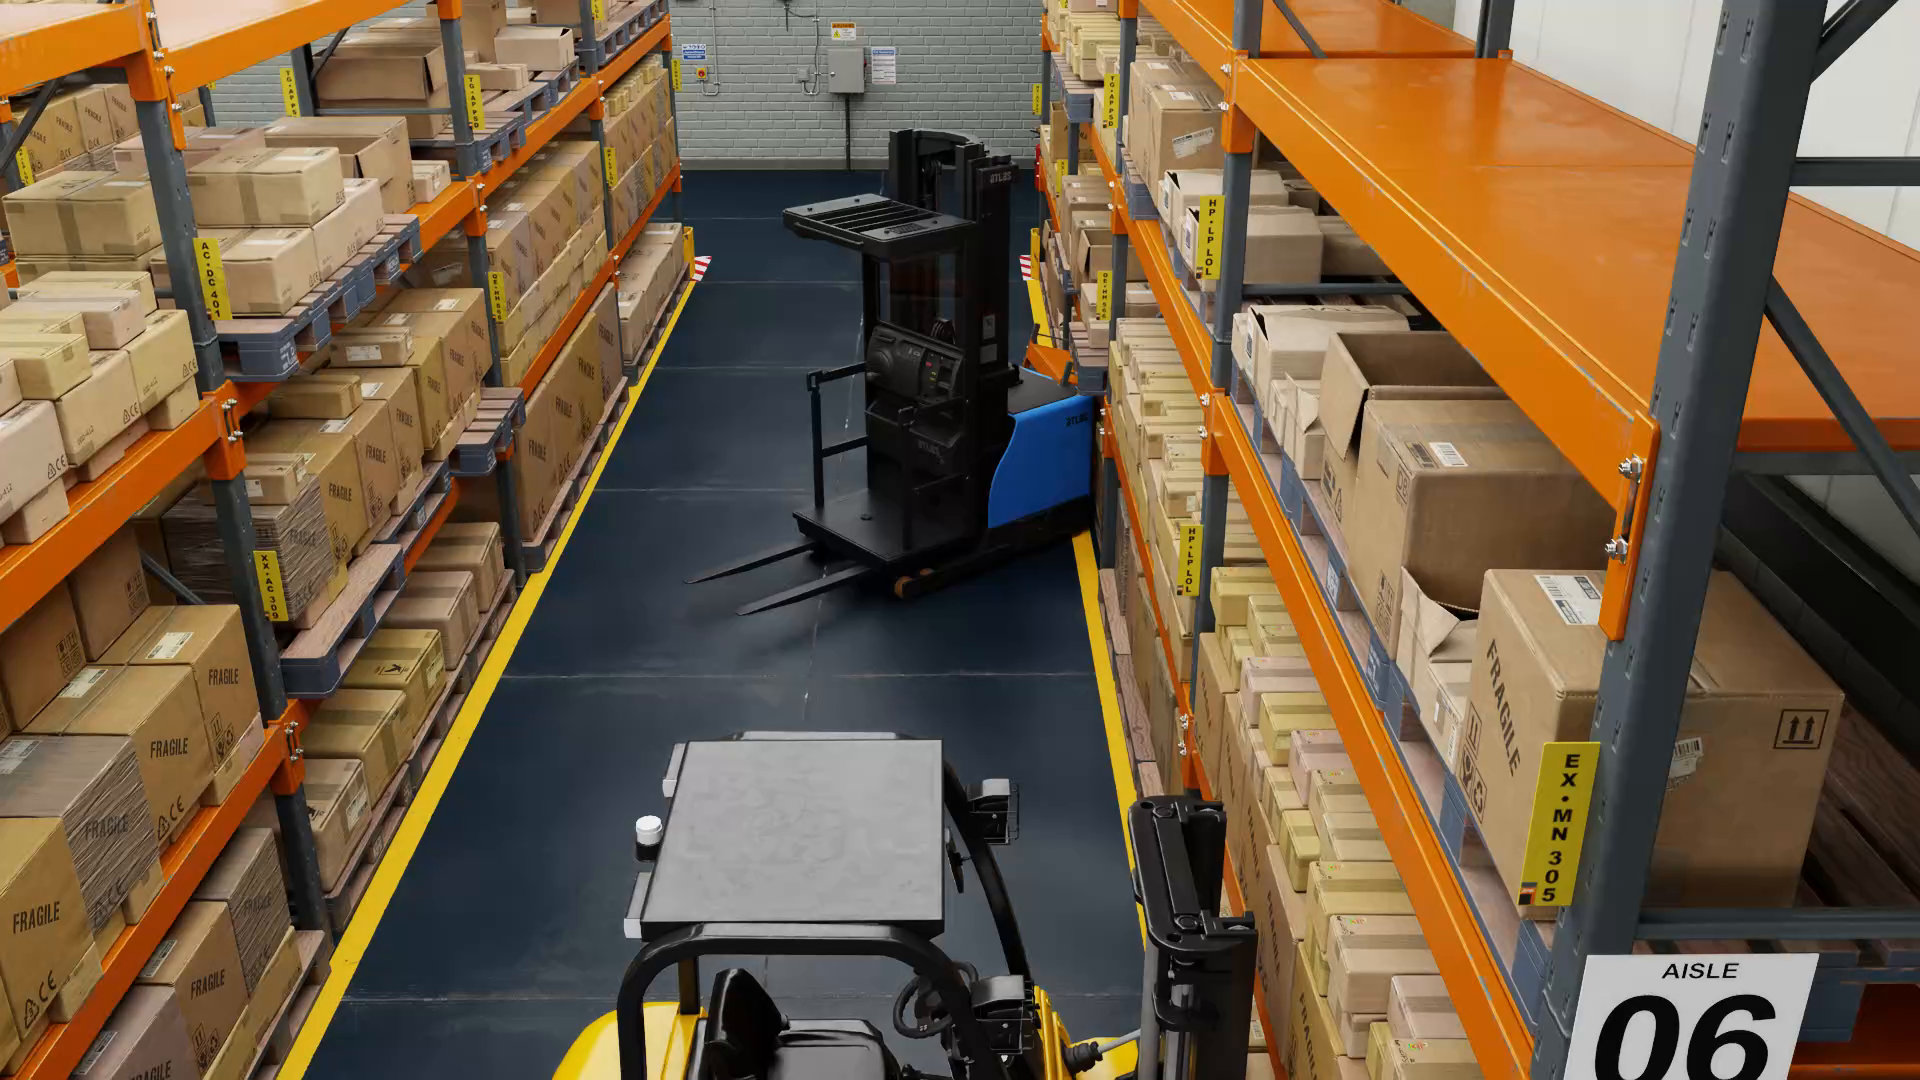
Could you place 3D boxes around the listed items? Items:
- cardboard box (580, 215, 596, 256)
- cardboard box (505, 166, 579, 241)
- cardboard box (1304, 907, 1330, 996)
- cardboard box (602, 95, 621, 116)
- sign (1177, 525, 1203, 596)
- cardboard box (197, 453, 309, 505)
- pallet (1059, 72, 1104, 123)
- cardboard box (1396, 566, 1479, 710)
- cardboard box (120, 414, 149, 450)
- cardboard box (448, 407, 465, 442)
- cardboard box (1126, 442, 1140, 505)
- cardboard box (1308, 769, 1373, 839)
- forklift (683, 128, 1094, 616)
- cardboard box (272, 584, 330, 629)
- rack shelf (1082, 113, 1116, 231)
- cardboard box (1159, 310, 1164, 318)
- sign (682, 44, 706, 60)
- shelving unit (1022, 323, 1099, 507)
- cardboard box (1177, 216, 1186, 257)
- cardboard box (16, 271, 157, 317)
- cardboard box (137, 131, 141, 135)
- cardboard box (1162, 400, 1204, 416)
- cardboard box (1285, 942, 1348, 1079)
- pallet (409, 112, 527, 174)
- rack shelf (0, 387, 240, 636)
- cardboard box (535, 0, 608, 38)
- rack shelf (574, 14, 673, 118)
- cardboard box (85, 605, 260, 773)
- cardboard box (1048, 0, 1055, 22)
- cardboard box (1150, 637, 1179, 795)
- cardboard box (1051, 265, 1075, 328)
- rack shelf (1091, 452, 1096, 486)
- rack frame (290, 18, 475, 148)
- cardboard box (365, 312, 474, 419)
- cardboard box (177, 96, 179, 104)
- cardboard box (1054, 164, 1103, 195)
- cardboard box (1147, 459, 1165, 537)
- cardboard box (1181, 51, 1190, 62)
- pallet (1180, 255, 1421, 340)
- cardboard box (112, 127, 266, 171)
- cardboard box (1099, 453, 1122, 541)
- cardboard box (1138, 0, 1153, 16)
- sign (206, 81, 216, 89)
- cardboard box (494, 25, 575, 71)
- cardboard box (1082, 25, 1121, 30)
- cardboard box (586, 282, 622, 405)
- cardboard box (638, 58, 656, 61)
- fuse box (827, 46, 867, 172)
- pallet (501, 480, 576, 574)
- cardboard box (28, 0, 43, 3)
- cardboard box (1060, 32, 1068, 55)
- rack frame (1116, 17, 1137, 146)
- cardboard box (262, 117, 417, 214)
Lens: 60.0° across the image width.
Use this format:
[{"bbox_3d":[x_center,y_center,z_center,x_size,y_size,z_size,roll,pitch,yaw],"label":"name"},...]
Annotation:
[{"bbox_3d":[-3.278,-2.474,13.539,0.500,0.250,0.500,0,24,1],"label":"cardboard box"},{"bbox_3d":[-3.284,-2.597,12.901,0.500,0.500,0.500,0,24,1],"label":"cardboard box"},{"bbox_3d":[1.233,1.209,4.913,0.380,0.149,0.250,0,24,0],"label":"cardboard box"},{"bbox_3d":[-3.288,-3.942,15.088,0.380,0.149,0.250,0,24,-1],"label":"cardboard box"},{"bbox_3d":[0.970,0.087,6.993,0.100,0.325,0.005,0,24,-1],"label":"sign"},{"bbox_3d":[-3.103,-0.268,7.307,0.380,0.149,0.250,0,24,-1],"label":"cardboard box"},{"bbox_3d":[1.376,-3.310,12.399,1.213,0.211,1.003,0,24,-1],"label":"pallet"},{"bbox_3d":[1.240,0.233,3.871,0.396,0.266,0.258,0,24,0],"label":"cardboard box"},{"bbox_3d":[-3.228,-0.424,6.095,0.380,0.149,0.250,0,24,0],"label":"cardboard box"},{"bbox_3d":[-3.138,-0.678,9.788,0.380,0.149,0.250,-1,24,-3],"label":"cardboard box"},{"bbox_3d":[1.242,-0.405,9.571,0.500,0.250,0.500,-1,24,-2],"label":"cardboard box"},{"bbox_3d":[1.333,0.861,5.321,0.380,0.149,0.250,0,24,0],"label":"cardboard box"},{"bbox_3d":[-0.473,-1.167,11.157,3.031,2.935,1.130,-20,31,-37],"label":"forklift"},{"bbox_3d":[-3.141,0.289,7.649,0.380,0.149,0.250,0,24,0],"label":"cardboard box"},{"bbox_3d":[1.447,-2.940,12.226,1.077,0.370,4.000,0,24,-1],"label":"rack shelf"},{"bbox_3d":[1.619,-1.526,11.237,0.500,0.500,0.500,1,24,2],"label":"cardboard box"},{"bbox_3d":[-3.716,-6.821,23.247,0.327,0.218,0.001,0,24,-1],"label":"sign"},{"bbox_3d":[0.767,-0.918,12.576,0.538,1.125,1.048,10,20,-15],"label":"shelving unit"},{"bbox_3d":[1.196,-1.369,7.555,0.380,0.149,0.250,0,24,-1],"label":"cardboard box"},{"bbox_3d":[-3.229,-0.891,6.160,0.380,0.149,0.250,0,24,1],"label":"cardboard box"},{"bbox_3d":[-8.253,-3.861,16.549,0.500,0.500,0.500,0,24,0],"label":"cardboard box"},{"bbox_3d":[1.302,-0.647,9.014,0.380,0.149,0.250,0,24,-1],"label":"cardboard box"},{"bbox_3d":[1.286,1.548,4.950,0.500,0.500,0.500,-1,24,-2],"label":"cardboard box"},{"bbox_3d":[-3.555,-2.599,10.828,1.213,0.211,1.003,1,24,2],"label":"pallet"},{"bbox_3d":[-3.429,0.381,4.885,1.077,0.370,4.000,0,24,-1],"label":"rack shelf"},{"bbox_3d":[-3.335,-4.594,14.258,0.500,0.500,0.500,0,24,0],"label":"cardboard box"},{"bbox_3d":[-3.560,-4.564,15.818,1.077,0.370,4.000,0,24,-1],"label":"rack shelf"},{"bbox_3d":[-3.198,0.596,6.693,0.500,0.500,0.500,-1,24,-2],"label":"cardboard box"},{"bbox_3d":[1.132,-5.203,16.178,0.500,0.250,0.500,-1,24,-2],"label":"cardboard box"},{"bbox_3d":[1.494,0.927,8.815,0.875,0.625,0.625,0,24,-1],"label":"cardboard box"},{"bbox_3d":[1.275,-2.393,16.308,0.700,0.500,0.500,-1,24,-3],"label":"cardboard box"},{"bbox_3d":[0.705,-0.696,12.657,0.538,0.278,1.000,10,20,-15],"label":"rack shelf"},{"bbox_3d":[-3.495,-3.786,9.585,1.000,3.000,0.127,0,24,-1],"label":"rack frame"},{"bbox_3d":[-3.195,-1.026,9.770,0.500,0.500,0.500,-1,24,-1],"label":"cardboard box"},{"bbox_3d":[-8.272,-4.526,16.805,0.500,0.500,0.500,-1,24,-2],"label":"cardboard box"},{"bbox_3d":[1.163,-3.413,15.860,0.500,0.250,0.500,0,24,-1],"label":"cardboard box"},{"bbox_3d":[1.239,-0.212,8.537,0.500,0.250,0.500,0,24,0],"label":"cardboard box"},{"bbox_3d":[1.721,-3.265,11.410,0.380,0.149,0.250,0,24,-1],"label":"cardboard box"},{"bbox_3d":[1.490,-1.071,7.454,0.805,0.209,1.217,-1,24,-3],"label":"pallet"},{"bbox_3d":[-3.618,-1.781,7.856,0.500,0.250,0.500,0,24,0],"label":"cardboard box"},{"bbox_3d":[1.249,-0.302,11.686,0.500,0.500,0.500,0,24,1],"label":"cardboard box"},{"bbox_3d":[1.533,-4.304,13.179,0.396,0.266,0.258,0,24,-1],"label":"cardboard box"},{"bbox_3d":[-7.976,-4.951,17.652,0.100,0.325,0.005,0,24,-1],"label":"sign"},{"bbox_3d":[-3.319,-3.856,12.978,0.500,0.311,0.500,0,24,-1],"label":"cardboard box"},{"bbox_3d":[1.115,-3.799,12.567,0.380,0.149,0.250,0,24,0],"label":"cardboard box"},{"bbox_3d":[-3.452,-1.669,14.253,0.875,0.875,0.875,0,24,1],"label":"cardboard box"},{"bbox_3d":[-3.351,-4.895,17.194,0.380,0.149,0.250,0,24,0],"label":"cardboard box"},{"bbox_3d":[-1.565,-6.035,23.401,0.539,1.711,0.414,0,24,-1],"label":"fuse box"},{"bbox_3d":[-3.428,-0.107,12.115,1.003,0.211,1.213,0,24,-1],"label":"pallet"},{"bbox_3d":[-8.234,-4.789,14.533,0.380,0.149,0.250,-1,24,-2],"label":"cardboard box"},{"bbox_3d":[0.998,-3.982,13.332,0.380,0.149,0.250,0,24,0],"label":"cardboard box"},{"bbox_3d":[1.469,-3.810,9.638,1.000,3.000,0.127,0,24,-1],"label":"rack frame"},{"bbox_3d":[-3.494,-2.074,9.319,0.700,0.500,0.500,0,24,-1],"label":"cardboard box"}]
